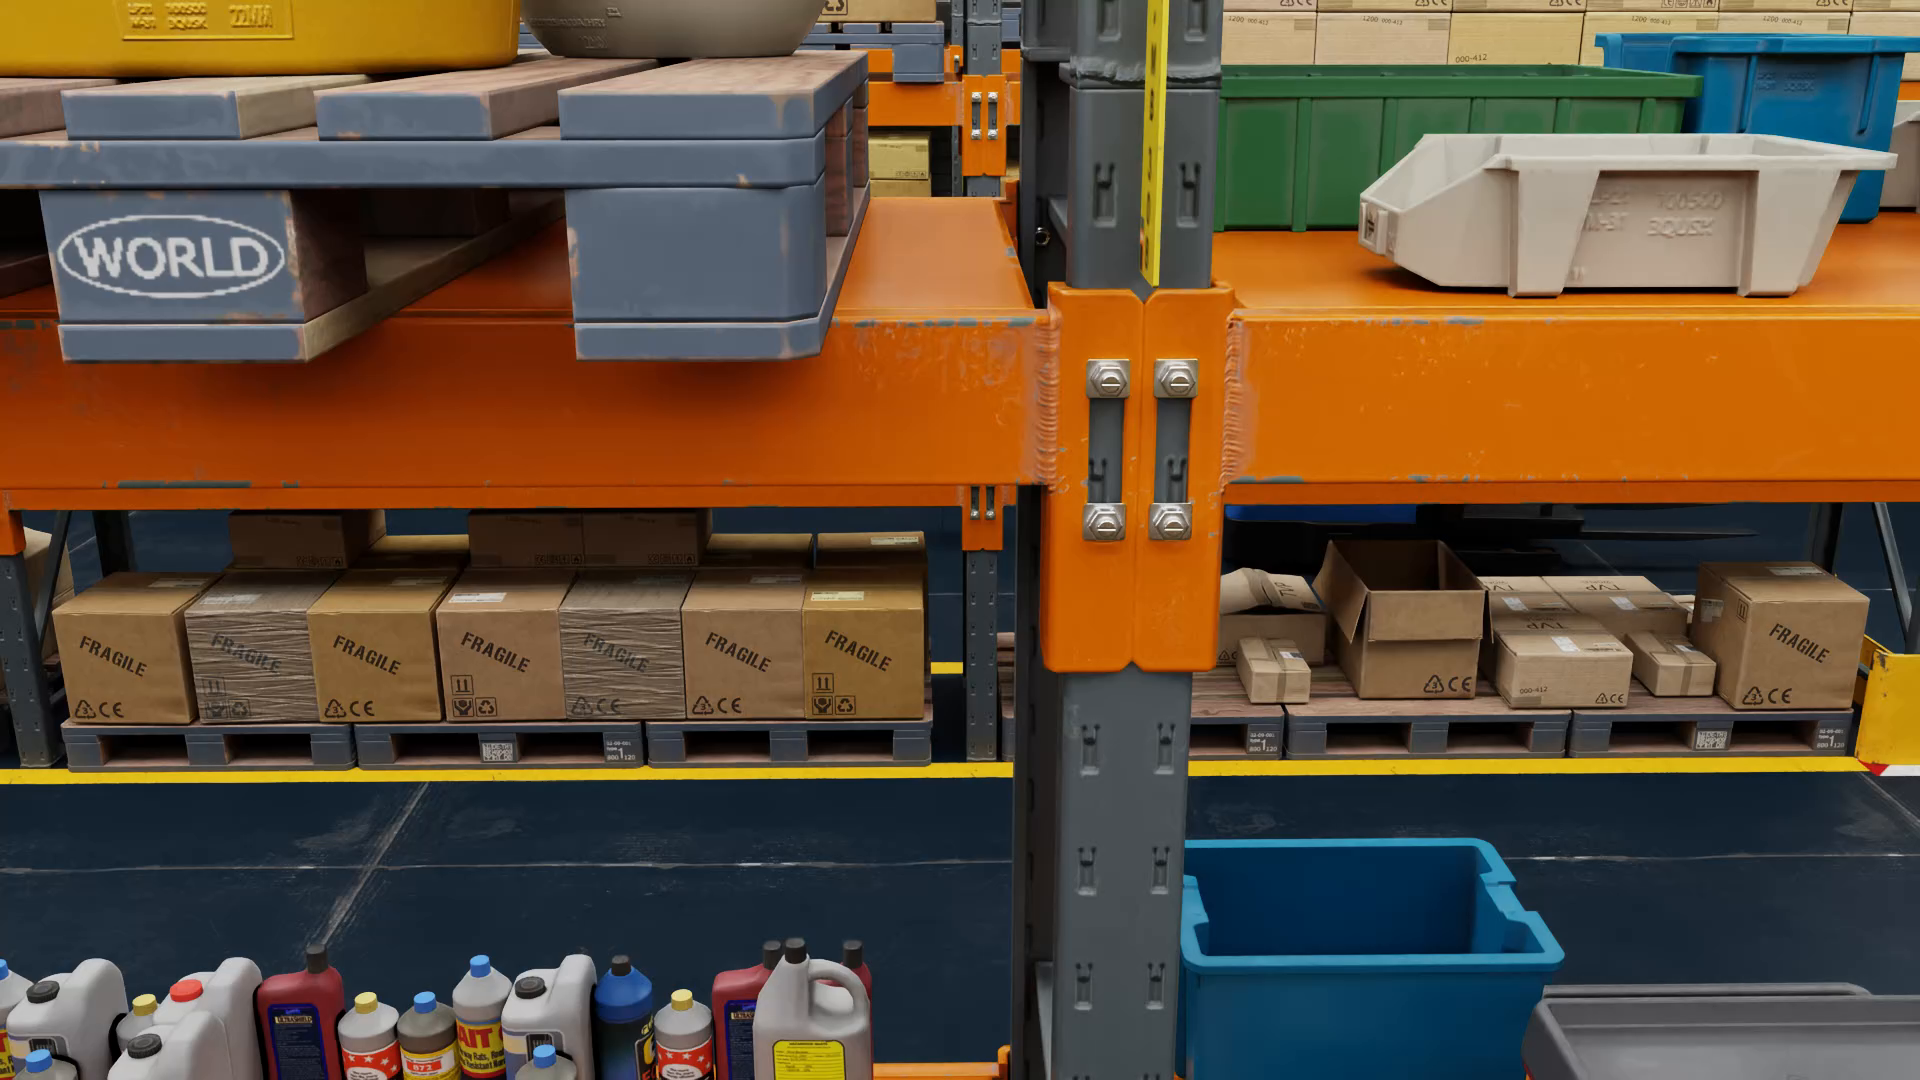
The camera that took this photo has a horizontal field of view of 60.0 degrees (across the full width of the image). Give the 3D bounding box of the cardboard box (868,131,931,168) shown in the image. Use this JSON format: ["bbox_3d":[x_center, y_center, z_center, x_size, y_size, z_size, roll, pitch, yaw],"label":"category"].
[{"bbox_3d":[-0.462,-2.778,11.886,0.500,0.250,0.500,0,18,1],"label":"cardboard box"}]

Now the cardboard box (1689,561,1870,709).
[{"bbox_3d":[3.544,0.407,7.239,0.500,0.500,0.500,0,18,-1],"label":"cardboard box"}]

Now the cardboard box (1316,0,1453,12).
[{"bbox_3d":[1.574,-2.155,6.371,0.500,0.250,0.500,0,18,-1],"label":"cardboard box"}]

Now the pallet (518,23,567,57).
[{"bbox_3d":[-1.606,-1.983,6.716,1.003,0.211,1.213,0,18,-1],"label":"pallet"}]

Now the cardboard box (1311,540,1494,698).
[{"bbox_3d":[1.962,0.337,7.454,0.637,0.503,0.797,0,18,-1],"label":"cardboard box"}]

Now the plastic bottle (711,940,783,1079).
[{"bbox_3d":[-0.348,0.809,2.807,0.133,0.283,0.061,0,18,-1],"label":"plastic bottle"}]

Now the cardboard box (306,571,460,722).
[{"bbox_3d":[-2.431,0.448,7.112,0.500,0.500,0.500,-1,18,-2],"label":"cardboard box"}]

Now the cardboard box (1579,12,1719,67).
[{"bbox_3d":[2.574,-1.920,6.456,0.500,0.250,0.500,0,18,-1],"label":"cardboard box"}]

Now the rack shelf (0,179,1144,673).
[{"bbox_3d":[-1.841,-0.195,2.012,4.000,0.370,1.077,0,18,-1],"label":"rack shelf"}]

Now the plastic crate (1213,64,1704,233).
[{"bbox_3d":[0.577,-0.541,2.259,0.662,0.188,0.450,0,18,-1],"label":"plastic crate"}]

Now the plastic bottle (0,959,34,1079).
[{"bbox_3d":[-1.585,0.826,2.773,0.097,0.271,0.097,0,18,0],"label":"plastic bottle"}]

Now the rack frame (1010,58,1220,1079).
[{"bbox_3d":[0.158,0.881,2.390,0.127,3.000,1.000,0,18,-1],"label":"rack frame"}]

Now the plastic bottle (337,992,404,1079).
[{"bbox_3d":[-0.987,0.856,2.792,0.097,0.201,0.097,0,18,0],"label":"plastic bottle"}]

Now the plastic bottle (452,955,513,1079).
[{"bbox_3d":[-0.793,0.822,2.785,0.097,0.271,0.097,0,18,0],"label":"plastic bottle"}]

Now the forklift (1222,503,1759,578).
[{"bbox_3d":[3.037,-1.344,9.439,3.031,2.935,1.130,1,18,3],"label":"forklift"}]

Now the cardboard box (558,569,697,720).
[{"bbox_3d":[-1.401,0.441,7.134,0.500,0.500,0.500,0,18,0],"label":"cardboard box"}]

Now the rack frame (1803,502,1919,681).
[{"bbox_3d":[4.083,-0.651,7.167,0.127,3.000,1.000,0,18,-1],"label":"rack frame"}]

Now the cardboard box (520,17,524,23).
[{"bbox_3d":[-1.755,-2.368,6.594,0.600,0.600,0.600,-1,18,-3],"label":"cardboard box"}]

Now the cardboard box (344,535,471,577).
[{"bbox_3d":[-2.467,0.290,7.606,0.500,0.500,0.500,-1,18,-3],"label":"cardboard box"}]

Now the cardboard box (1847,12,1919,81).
[{"bbox_3d":[3.574,-1.925,6.473,0.500,0.250,0.500,0,18,-1],"label":"cardboard box"}]

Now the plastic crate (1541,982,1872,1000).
[{"bbox_3d":[1.273,0.896,2.696,0.590,0.125,0.437,0,18,-1],"label":"plastic crate"}]

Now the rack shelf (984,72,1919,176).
[{"bbox_3d":[2.084,-1.727,6.788,4.000,0.370,1.077,0,18,-1],"label":"rack shelf"}]

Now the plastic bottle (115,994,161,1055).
[{"bbox_3d":[-1.353,0.858,2.787,0.097,0.201,0.097,0,18,0],"label":"plastic bottle"}]

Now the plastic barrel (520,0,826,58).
[{"bbox_3d":[-0.372,-0.886,2.078,0.433,0.535,0.433,0,18,0],"label":"plastic barrel"}]

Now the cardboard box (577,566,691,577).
[{"bbox_3d":[-1.437,0.283,7.627,0.500,0.500,0.500,0,18,0],"label":"cardboard box"}]

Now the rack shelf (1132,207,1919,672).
[{"bbox_3d":[2.158,-0.214,2.072,4.000,0.370,1.077,0,18,-1],"label":"rack shelf"}]

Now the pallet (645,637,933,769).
[{"bbox_3d":[-0.729,0.711,7.484,1.213,0.211,1.003,0,18,-1],"label":"pallet"}]

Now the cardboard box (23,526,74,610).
[{"bbox_3d":[-4.444,0.143,7.588,0.500,0.311,0.500,0,18,1],"label":"cardboard box"}]

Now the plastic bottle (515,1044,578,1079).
[{"bbox_3d":[-0.656,0.901,2.653,0.097,0.201,0.097,0,18,0],"label":"plastic bottle"}]

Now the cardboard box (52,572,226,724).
[{"bbox_3d":[-3.456,0.453,7.096,0.500,0.500,0.500,0,18,1],"label":"cardboard box"}]

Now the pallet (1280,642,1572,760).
[{"bbox_3d":[1.993,0.686,7.563,1.213,0.211,1.003,0,18,-1],"label":"pallet"}]

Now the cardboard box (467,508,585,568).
[{"bbox_3d":[-1.905,-0.073,7.508,0.500,0.250,0.500,-1,18,-2],"label":"cardboard box"}]

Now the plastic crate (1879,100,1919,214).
[{"bbox_3d":[1.424,-0.544,2.354,0.466,0.136,0.293,0,18,-1],"label":"plastic crate"}]

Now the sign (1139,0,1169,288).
[{"bbox_3d":[0.165,-0.384,1.407,0.005,0.325,0.100,0,18,-1],"label":"sign"}]

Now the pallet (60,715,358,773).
[{"bbox_3d":[-3.169,0.723,7.448,1.213,0.211,1.003,0,18,-1],"label":"pallet"}]

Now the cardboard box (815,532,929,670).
[{"bbox_3d":[-0.404,0.277,7.646,0.500,0.500,0.500,-1,18,-3],"label":"cardboard box"}]

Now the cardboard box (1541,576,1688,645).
[{"bbox_3d":[3.035,0.367,7.774,0.500,0.250,0.500,0,18,-1],"label":"cardboard box"}]

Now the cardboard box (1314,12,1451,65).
[{"bbox_3d":[1.574,-1.919,6.453,0.500,0.250,0.500,0,18,-1],"label":"cardboard box"}]

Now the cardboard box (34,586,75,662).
[{"bbox_3d":[-4.444,0.410,7.674,0.500,0.250,0.500,0,18,-1],"label":"cardboard box"}]

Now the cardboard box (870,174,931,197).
[{"bbox_3d":[-0.456,-2.264,11.512,0.500,0.500,0.500,-1,18,-2],"label":"cardboard box"}]

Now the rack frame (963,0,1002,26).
[{"bbox_3d":[0.084,-3.488,6.190,0.127,3.000,1.000,0,18,-1],"label":"rack frame"}]

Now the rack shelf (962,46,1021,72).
[{"bbox_3d":[2.002,-3.240,11.505,4.000,0.370,1.077,0,18,-1],"label":"rack shelf"}]

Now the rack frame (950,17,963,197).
[{"bbox_3d":[0.002,-2.145,11.823,0.127,3.000,1.000,0,18,-1],"label":"rack frame"}]

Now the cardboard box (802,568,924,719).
[{"bbox_3d":[-0.405,0.439,7.141,0.500,0.500,0.500,0,18,-1],"label":"cardboard box"}]

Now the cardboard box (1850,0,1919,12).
[{"bbox_3d":[3.574,-2.166,6.405,0.500,0.250,0.500,0,18,-1],"label":"cardboard box"}]

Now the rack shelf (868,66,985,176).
[{"bbox_3d":[-1.916,-1.708,6.728,4.000,0.370,1.077,0,18,-1],"label":"rack shelf"}]

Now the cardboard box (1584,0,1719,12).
[{"bbox_3d":[2.574,-2.162,6.393,0.500,0.250,0.500,0,18,-1],"label":"cardboard box"}]

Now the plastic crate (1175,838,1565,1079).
[{"bbox_3d":[0.620,0.754,2.715,0.575,0.384,0.392,0,18,-1],"label":"plastic crate"}]

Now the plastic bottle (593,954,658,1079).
[{"bbox_3d":[-0.561,0.821,2.788,0.097,0.271,0.097,0,18,0],"label":"plastic bottle"}]

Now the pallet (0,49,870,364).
[{"bbox_3d":[-0.624,-0.424,1.856,1.003,0.211,1.213,0,18,-1],"label":"pallet"}]

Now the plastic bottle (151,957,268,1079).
[{"bbox_3d":[-1.236,0.830,2.751,0.135,0.276,0.152,0,18,-1],"label":"plastic bottle"}]

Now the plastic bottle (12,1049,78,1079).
[{"bbox_3d":[-1.448,0.905,2.641,0.097,0.201,0.097,0,18,0],"label":"plastic bottle"}]

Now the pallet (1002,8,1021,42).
[{"bbox_3d":[0.820,-3.532,11.381,1.213,0.211,1.003,0,18,-1],"label":"pallet"}]

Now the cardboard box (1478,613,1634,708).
[{"bbox_3d":[2.593,0.522,7.291,0.500,0.250,0.500,0,18,-1],"label":"cardboard box"}]
